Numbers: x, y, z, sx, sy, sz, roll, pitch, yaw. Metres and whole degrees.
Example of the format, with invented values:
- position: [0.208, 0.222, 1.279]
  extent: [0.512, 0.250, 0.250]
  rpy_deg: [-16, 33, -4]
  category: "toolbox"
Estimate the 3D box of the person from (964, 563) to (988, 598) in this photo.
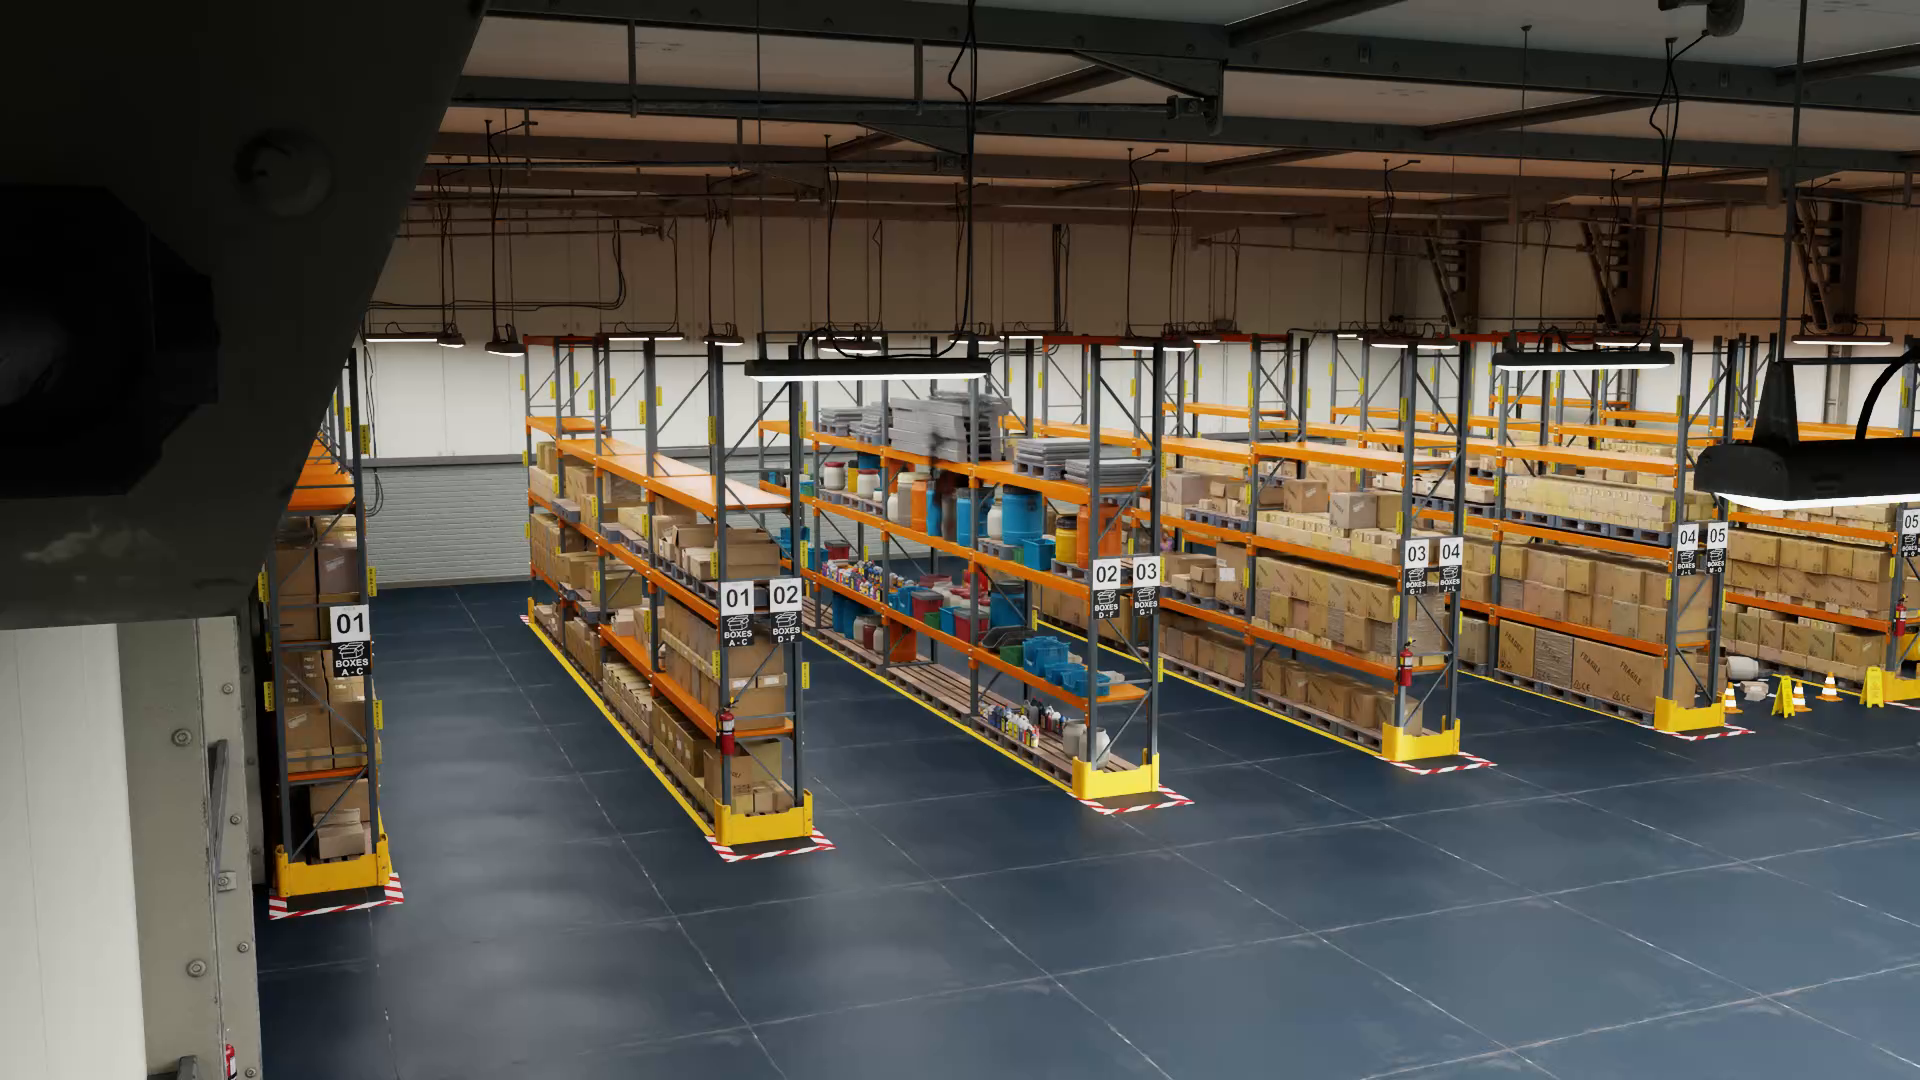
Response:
- position: [0.377, 1.157, 32.710]
  extent: [0.614, 1.753, 0.726]
  rpy_deg: [-5, 9, -31]
  category: "person"

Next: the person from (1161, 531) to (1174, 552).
- position: [4.595, 0.569, 37.622]
  extent: [0.546, 1.589, 0.741]
  rpy_deg: [-3, 8, -19]
  category: "person"
